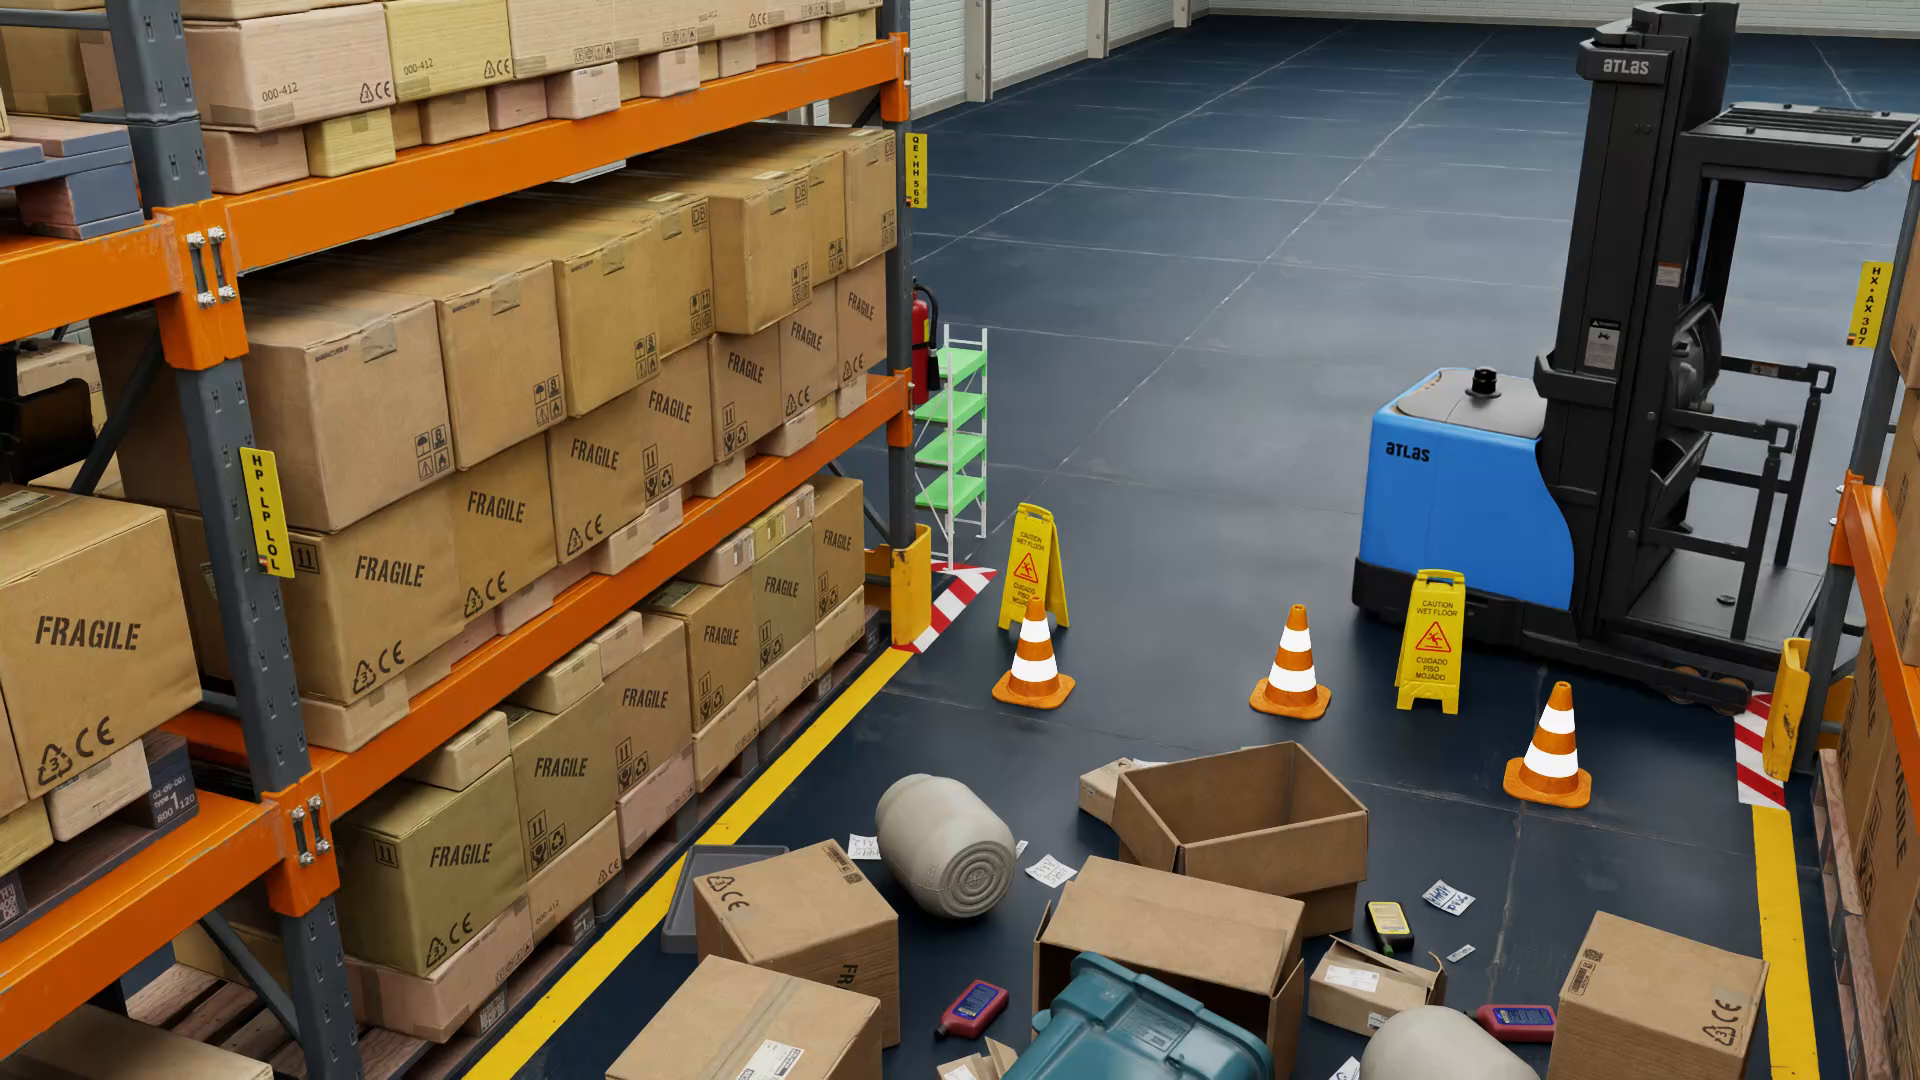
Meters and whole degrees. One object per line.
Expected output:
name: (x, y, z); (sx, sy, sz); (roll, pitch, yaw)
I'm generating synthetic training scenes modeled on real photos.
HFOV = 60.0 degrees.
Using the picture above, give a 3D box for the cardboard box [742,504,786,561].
cardboard box: (-0.926, -0.055, 6.698); (0.380, 0.149, 0.250); (9, 24, 21)

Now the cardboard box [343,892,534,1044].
cardboard box: (-1.717, 1.295, 5.282); (0.500, 0.250, 0.500); (8, 24, 18)

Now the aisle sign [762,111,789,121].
aisle sign: (-0.965, -2.305, 7.505); (0.394, 0.787, 0.004); (9, 24, 20)

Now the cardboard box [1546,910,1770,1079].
cardboard box: (2.071, 1.514, 4.973); (0.500, 0.500, 0.500); (13, 26, 29)

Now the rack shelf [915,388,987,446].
rack shelf: (-0.061, -0.657, 8.809); (0.258, 0.148, 0.480); (9, 24, 20)

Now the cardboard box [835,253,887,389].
cardboard box: (-0.646, -0.989, 7.210); (0.500, 0.500, 0.500); (8, 24, 19)

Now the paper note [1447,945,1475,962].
paper note: (1.745, 1.440, 5.791); (0.123, 0.001, 0.032); (-17, 28, -35)

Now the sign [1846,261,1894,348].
sign: (3.420, -0.884, 6.250); (0.100, 0.325, 0.005); (9, 24, 20)

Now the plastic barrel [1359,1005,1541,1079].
plastic barrel: (1.444, 1.628, 4.804); (0.421, 0.421, 0.512); (-12, 25, -26)

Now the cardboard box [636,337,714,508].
cardboard box: (-1.232, -0.453, 5.928); (0.500, 0.500, 0.500); (9, 24, 21)

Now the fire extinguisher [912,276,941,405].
fire extinguisher: (-0.230, -0.979, 7.801); (0.296, 0.674, 0.183); (9, 24, 20)

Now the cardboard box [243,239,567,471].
cardboard box: (-1.612, -0.559, 4.883); (0.700, 0.500, 0.500); (9, 24, 20)

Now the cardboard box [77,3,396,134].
cardboard box: (-1.769, -1.178, 4.096); (0.500, 0.250, 0.500); (8, 24, 19)

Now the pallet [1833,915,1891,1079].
pallet: (3.254, 1.652, 5.020); (1.003, 0.211, 1.213); (9, 24, 20)

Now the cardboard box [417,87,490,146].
cardboard box: (-1.574, -1.227, 4.729); (0.380, 0.149, 0.250); (10, 25, 22)

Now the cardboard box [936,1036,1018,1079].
cardboard box: (0.109, 1.669, 4.909); (0.258, 0.266, 0.396); (-7, 24, -17)

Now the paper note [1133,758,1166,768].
paper note: (0.796, 0.954, 6.927); (0.148, 0.019, 0.142); (1, 23, 2)

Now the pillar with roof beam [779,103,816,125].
pillar with roof beam: (2.048, -8.075, 16.906); (9.100, 9.000, 0.400); (9, 24, 20)

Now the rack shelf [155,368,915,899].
rack shelf: (-1.444, 0.008, 6.272); (1.077, 0.370, 4.000); (9, 24, 20)

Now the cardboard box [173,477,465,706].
cardboard box: (-1.764, 0.091, 4.624); (0.500, 0.500, 0.500); (9, 24, 20)

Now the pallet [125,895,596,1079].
pallet: (-1.970, 1.433, 5.545); (1.003, 0.211, 1.213); (9, 24, 20)

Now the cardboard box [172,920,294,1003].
cardboard box: (-2.216, 1.217, 5.467); (0.500, 0.250, 0.500); (10, 25, 22)

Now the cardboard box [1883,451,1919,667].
cardboard box: (3.328, 0.086, 4.959); (0.875, 0.550, 0.550); (9, 24, 20)

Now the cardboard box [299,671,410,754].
cardboard box: (-1.772, 0.441, 4.628); (0.380, 0.149, 0.250); (9, 24, 20)

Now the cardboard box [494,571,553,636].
cardboard box: (-1.531, 0.160, 5.300); (0.380, 0.149, 0.250); (10, 25, 22)

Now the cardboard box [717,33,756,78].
cardboard box: (-0.970, -1.779, 6.051); (0.380, 0.149, 0.250); (9, 24, 20)

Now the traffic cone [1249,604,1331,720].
traffic cone: (1.494, 0.507, 7.436); (0.336, 0.463, 0.334); (9, 24, 20)

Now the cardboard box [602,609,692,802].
cardboard box: (-1.335, 0.570, 6.043); (0.500, 0.500, 0.500); (10, 25, 23)

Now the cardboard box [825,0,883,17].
cardboard box: (-0.641, -2.270, 6.709); (0.500, 0.250, 0.500); (8, 24, 19)

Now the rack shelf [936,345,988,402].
rack shelf: (-0.061, -0.878, 8.717); (0.258, 0.148, 0.480); (9, 24, 20)

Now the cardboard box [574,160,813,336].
cardboard box: (-0.977, -1.093, 6.161); (0.700, 0.500, 0.500); (8, 24, 19)

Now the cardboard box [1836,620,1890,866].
cardboard box: (3.742, 0.672, 5.961); (0.875, 0.875, 0.875); (9, 24, 20)

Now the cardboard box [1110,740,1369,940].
cardboard box: (0.997, 1.104, 5.955); (0.797, 0.503, 0.637); (-7, 24, -17)

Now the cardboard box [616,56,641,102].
cardboard box: (-1.268, -1.505, 5.396); (0.380, 0.149, 0.250); (9, 24, 20)

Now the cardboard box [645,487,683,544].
cardboard box: (-1.220, -0.109, 5.946); (0.380, 0.149, 0.250); (9, 24, 20)

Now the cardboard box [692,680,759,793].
cardboard box: (-1.140, 0.736, 6.619); (0.500, 0.250, 0.500); (8, 24, 18)

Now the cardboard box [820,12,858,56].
cardboard box: (-0.636, -2.046, 6.691); (0.380, 0.149, 0.250); (9, 24, 20)

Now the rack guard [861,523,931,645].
rack guard: (-0.729, 0.141, 8.263); (1.175, 0.500, 0.348); (9, 24, 20)

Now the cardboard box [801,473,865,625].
cardboard box: (-0.756, 0.014, 7.375); (0.500, 0.500, 0.500); (9, 24, 20)

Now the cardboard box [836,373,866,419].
cardboard box: (-0.632, -0.652, 7.246); (0.380, 0.149, 0.250); (8, 24, 19)

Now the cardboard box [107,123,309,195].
cardboard box: (-1.839, -0.953, 4.075); (0.380, 0.149, 0.250); (8, 24, 19)

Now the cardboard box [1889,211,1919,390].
cardboard box: (3.759, -0.807, 5.695); (0.875, 0.550, 0.550); (9, 24, 20)

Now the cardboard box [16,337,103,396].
cardboard box: (-5.192, -0.926, 9.299); (0.500, 0.250, 0.500); (10, 25, 22)

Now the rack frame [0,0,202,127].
rack frame: (-2.186, -2.376, 3.263); (1.000, 3.000, 0.127); (9, 24, 20)

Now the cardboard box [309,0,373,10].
cardboard box: (-1.697, -1.407, 4.127); (0.380, 0.149, 0.250); (10, 25, 22)

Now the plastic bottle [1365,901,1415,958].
plastic bottle: (1.523, 1.379, 5.869); (0.133, 0.061, 0.283); (1, 23, 2)

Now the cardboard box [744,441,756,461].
cardboard box: (-1.040, -0.396, 6.632); (0.380, 0.149, 0.250); (9, 24, 21)

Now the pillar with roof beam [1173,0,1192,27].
pillar with roof beam: (8.734, -14.516, 32.327); (9.100, 9.000, 0.400); (9, 24, 20)

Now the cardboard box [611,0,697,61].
cardboard box: (-1.202, -1.723, 5.399); (0.500, 0.250, 0.500); (9, 24, 21)

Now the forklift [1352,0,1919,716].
forklift: (3.467, -0.804, 7.371); (3.031, 2.935, 1.130); (15, 27, 31)

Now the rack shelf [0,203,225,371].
rack shelf: (-2.929, 0.056, 2.267); (1.077, 0.370, 4.000); (9, 24, 20)

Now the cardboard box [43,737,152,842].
cardboard box: (-2.121, 0.538, 3.852); (0.380, 0.149, 0.250); (9, 24, 21)

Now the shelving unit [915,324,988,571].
shelving unit: (-0.061, -0.494, 8.877); (0.258, 1.200, 0.503); (9, 24, 20)

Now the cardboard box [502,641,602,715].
cardboard box: (-1.425, 0.429, 5.539); (0.380, 0.149, 0.250); (10, 25, 22)

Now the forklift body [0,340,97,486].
forklift body: (-4.321, -0.417, 7.458); (2.313, 2.155, 1.214); (9, 24, 20)
